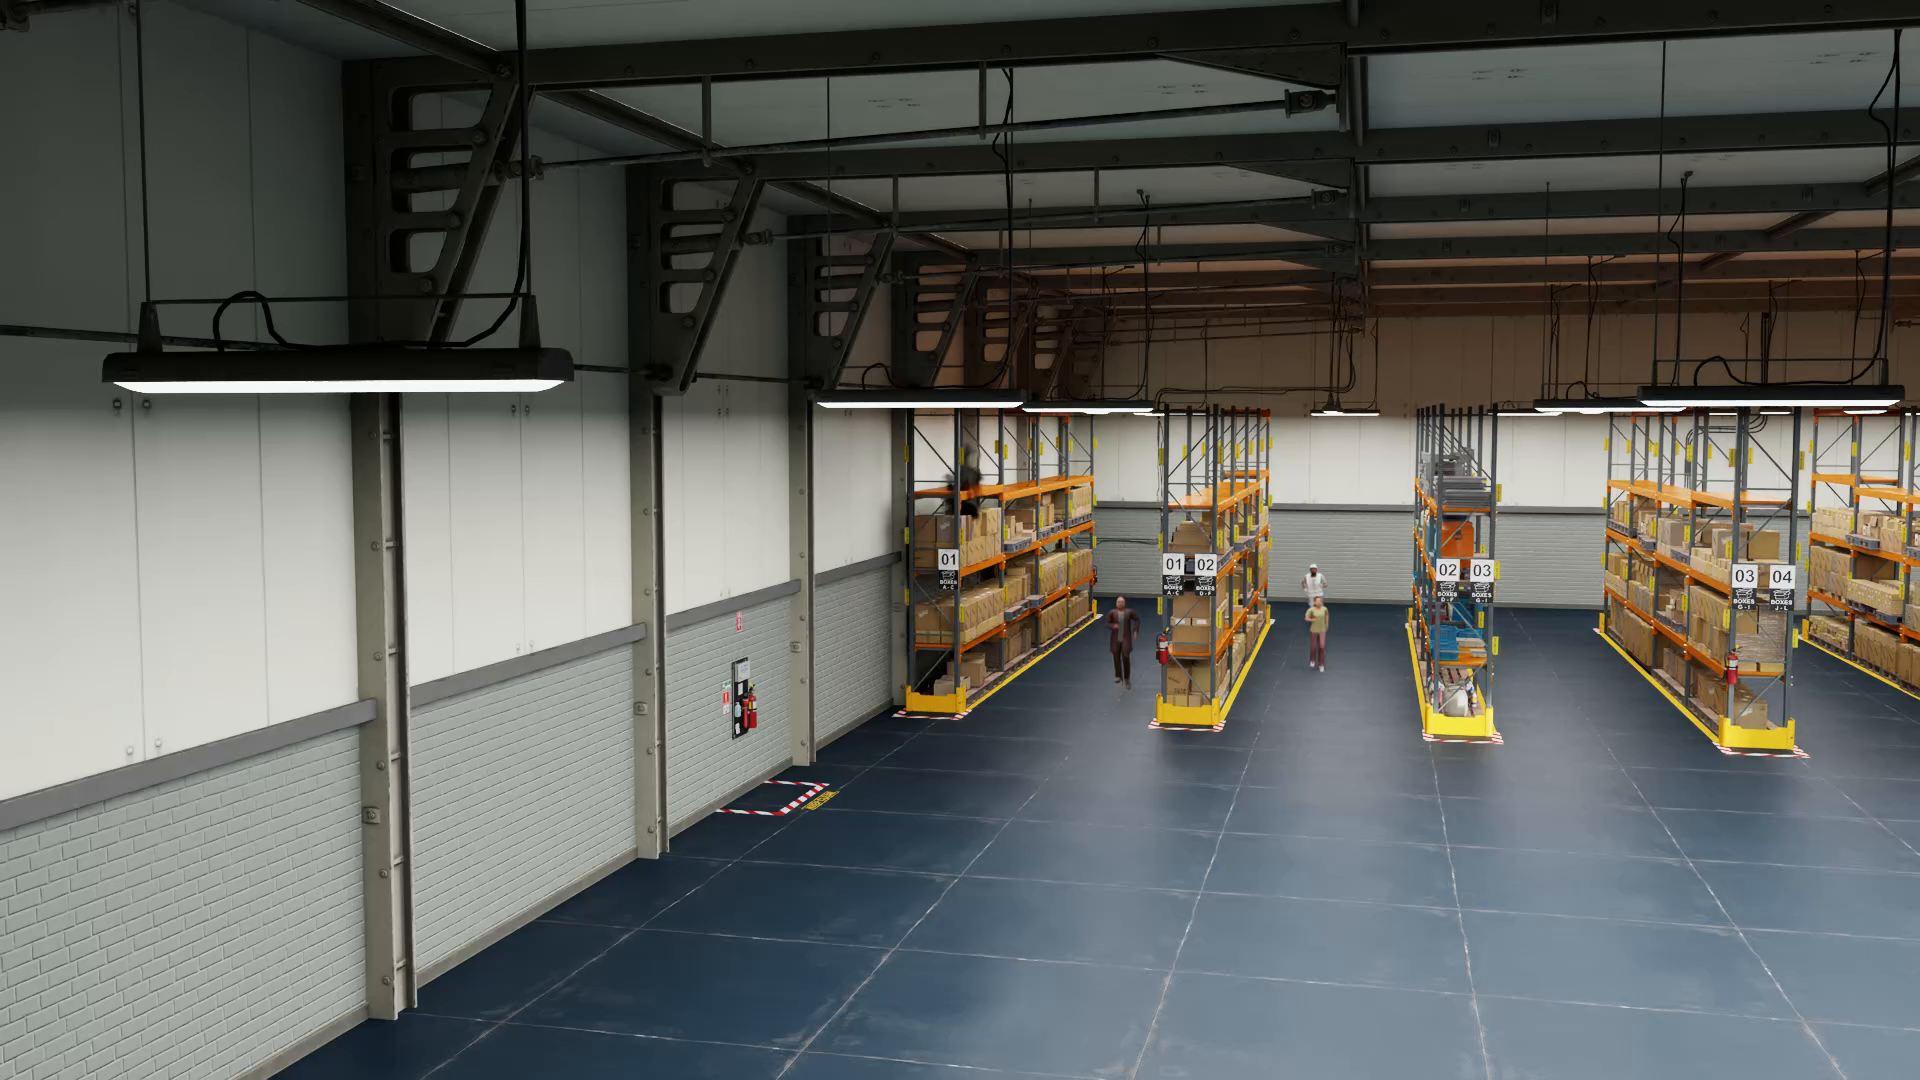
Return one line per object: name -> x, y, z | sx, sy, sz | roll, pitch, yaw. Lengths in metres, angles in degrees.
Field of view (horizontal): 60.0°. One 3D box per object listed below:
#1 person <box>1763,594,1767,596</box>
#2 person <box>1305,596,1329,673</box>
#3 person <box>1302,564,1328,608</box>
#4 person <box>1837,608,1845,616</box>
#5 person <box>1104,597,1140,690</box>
person -> 21.121, 1.734, 43.905 | 0.783, 1.565, 0.597 | -3, 5, -40
person -> 8.125, 2.118, 37.872 | 0.576, 1.721, 0.831 | 0, 4, 3
person -> 9.607, 1.561, 45.047 | 0.678, 1.838, 0.780 | 1, 4, 11
person -> 23.507, 1.665, 44.186 | 0.777, 1.703, 0.552 | -3, 5, -31
person -> 3.292, 2.107, 33.967 | 0.698, 1.881, 0.766 | 1, 4, 11
